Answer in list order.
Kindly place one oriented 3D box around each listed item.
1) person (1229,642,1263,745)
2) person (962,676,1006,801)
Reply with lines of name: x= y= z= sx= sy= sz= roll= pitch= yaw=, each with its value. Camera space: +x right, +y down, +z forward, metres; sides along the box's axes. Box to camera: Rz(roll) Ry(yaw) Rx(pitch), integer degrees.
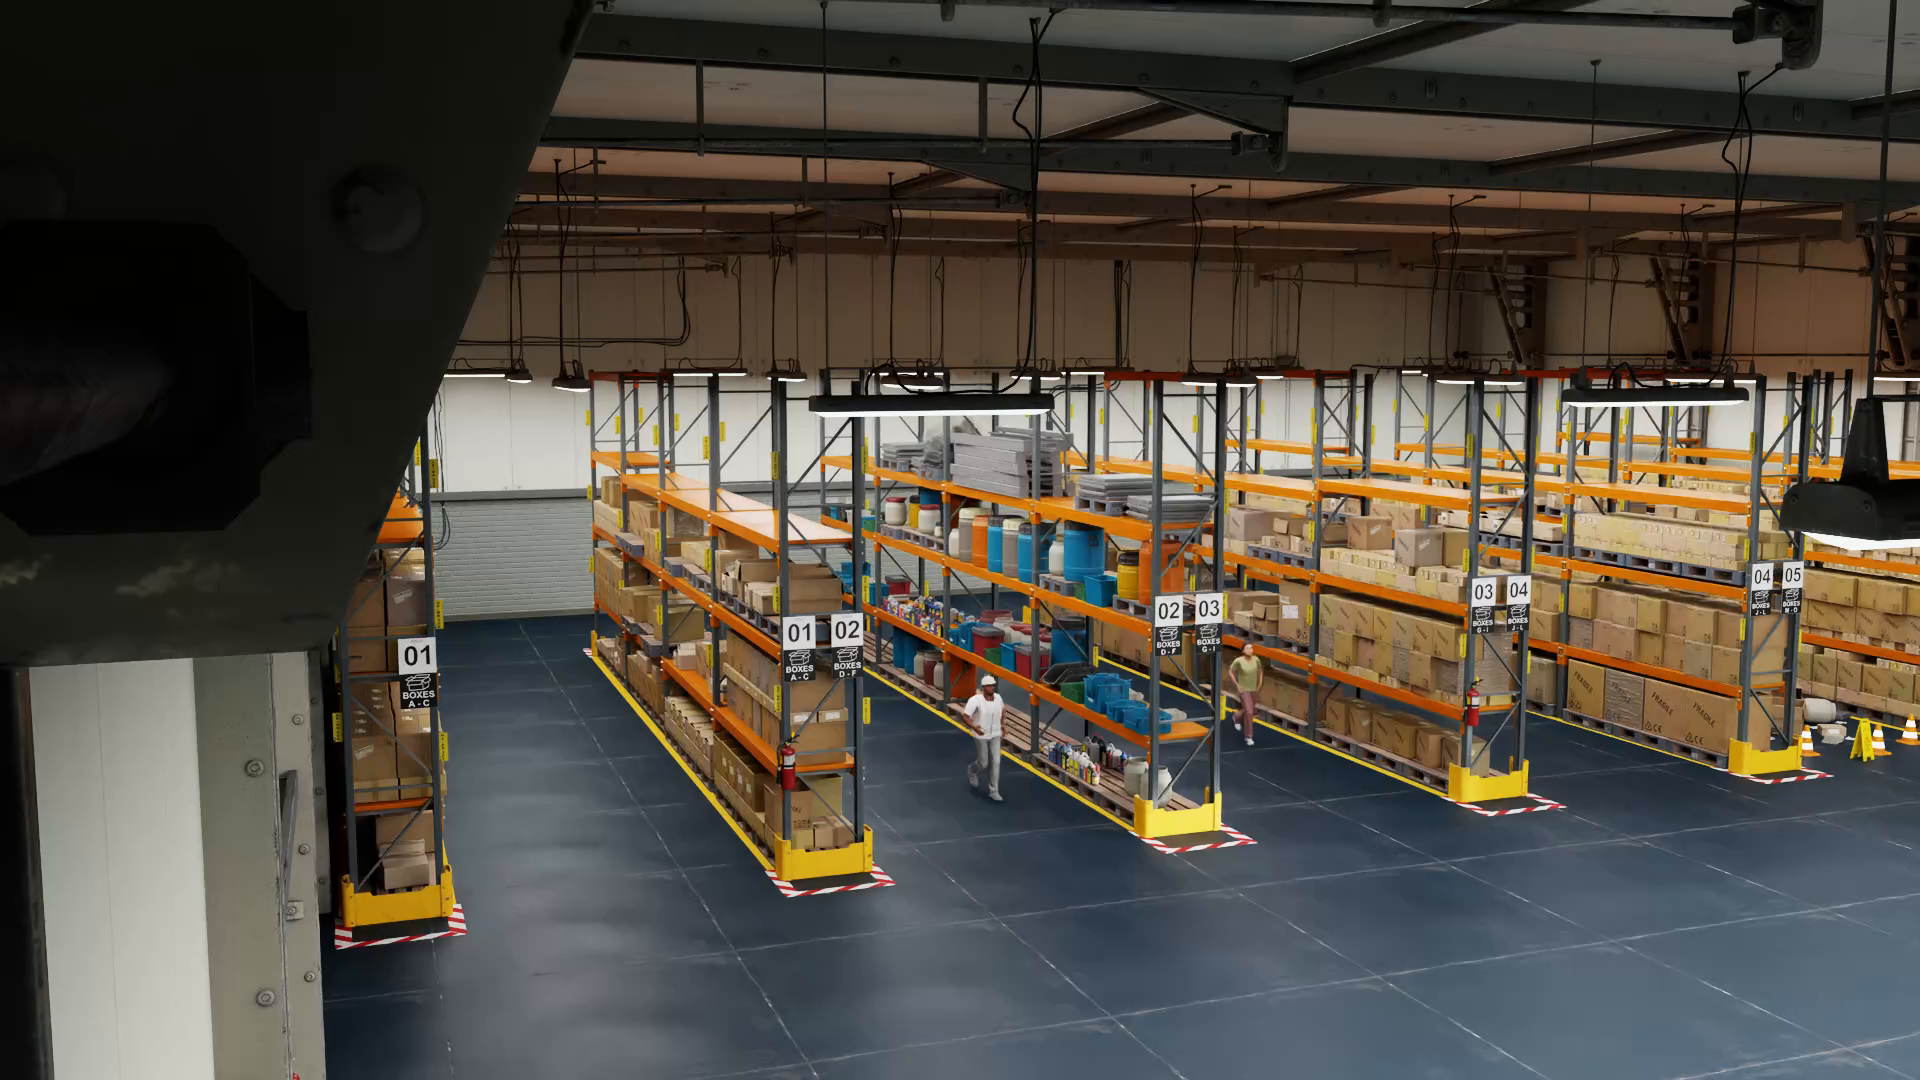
person: x=4.678 y=2.481 z=27.283 sx=0.577 sy=1.654 sz=0.784 roll=-2 pitch=7 yaw=-17
person: x=0.373 y=2.805 z=23.843 sx=0.707 sy=1.755 sz=0.884 roll=-3 pitch=7 yaw=-23
